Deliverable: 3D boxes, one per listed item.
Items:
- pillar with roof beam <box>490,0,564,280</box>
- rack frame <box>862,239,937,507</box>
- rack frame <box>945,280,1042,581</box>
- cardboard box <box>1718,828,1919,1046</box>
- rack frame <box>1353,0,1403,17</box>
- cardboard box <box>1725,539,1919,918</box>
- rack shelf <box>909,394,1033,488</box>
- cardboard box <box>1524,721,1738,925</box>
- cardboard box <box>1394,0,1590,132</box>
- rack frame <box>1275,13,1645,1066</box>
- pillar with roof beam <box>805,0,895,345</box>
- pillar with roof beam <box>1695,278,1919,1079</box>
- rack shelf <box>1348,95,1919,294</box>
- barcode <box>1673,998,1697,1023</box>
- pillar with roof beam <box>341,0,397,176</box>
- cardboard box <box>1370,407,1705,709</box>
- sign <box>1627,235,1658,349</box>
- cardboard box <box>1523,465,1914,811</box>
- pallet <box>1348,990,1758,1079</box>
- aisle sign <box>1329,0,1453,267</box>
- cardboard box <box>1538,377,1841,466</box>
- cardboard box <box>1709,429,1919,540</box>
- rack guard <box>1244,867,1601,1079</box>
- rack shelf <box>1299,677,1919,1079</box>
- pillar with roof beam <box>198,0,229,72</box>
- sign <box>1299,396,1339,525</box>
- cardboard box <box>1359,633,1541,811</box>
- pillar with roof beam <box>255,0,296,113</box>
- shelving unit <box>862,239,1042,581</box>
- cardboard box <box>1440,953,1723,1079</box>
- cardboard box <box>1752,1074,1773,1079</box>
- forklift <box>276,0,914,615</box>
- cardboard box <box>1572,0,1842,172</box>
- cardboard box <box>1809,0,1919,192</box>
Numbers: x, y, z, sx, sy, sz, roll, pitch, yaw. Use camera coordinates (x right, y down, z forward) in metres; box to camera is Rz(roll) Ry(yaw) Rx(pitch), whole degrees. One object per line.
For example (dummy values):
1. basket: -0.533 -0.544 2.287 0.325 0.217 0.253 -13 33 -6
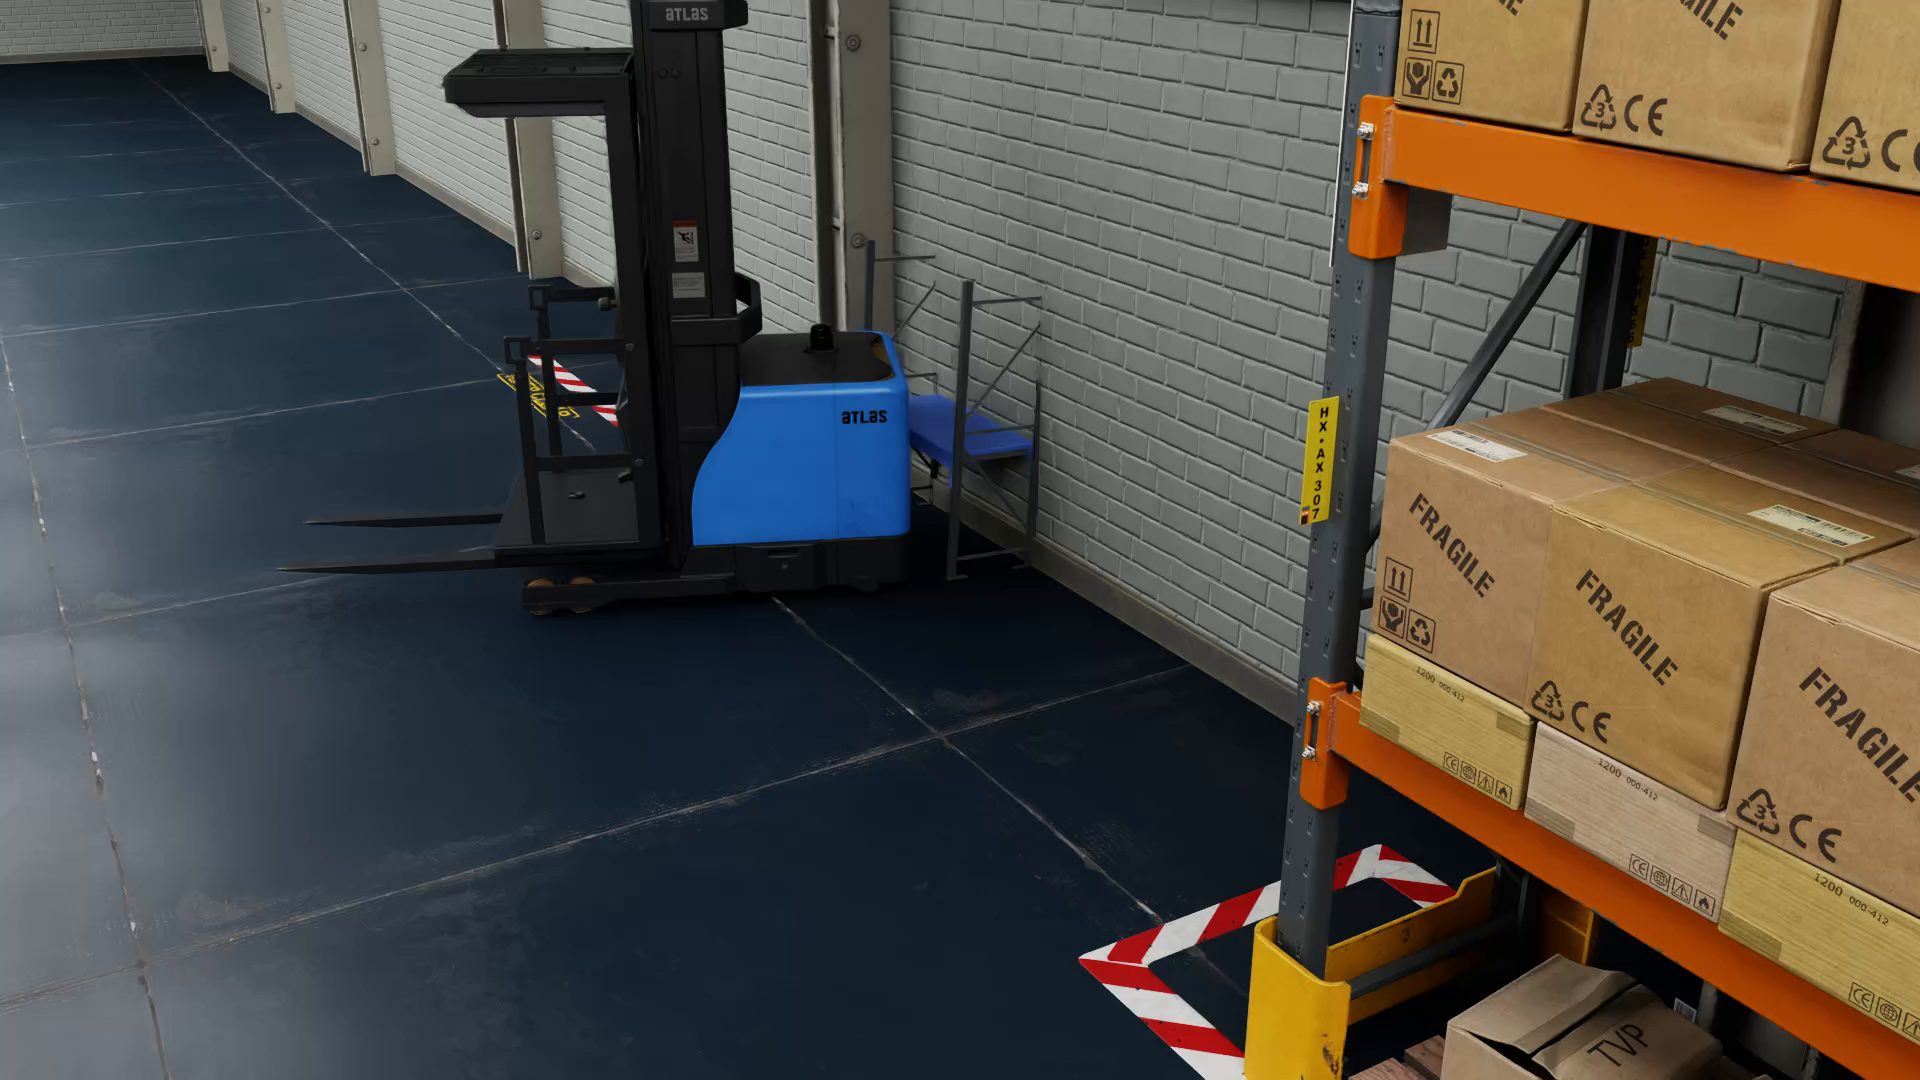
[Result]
1. pillar with roof beam: -7.361 -5.676 10.825 9.100 9.000 0.400 -13 25 -28
2. rack frame: -0.306 -0.873 8.940 0.500 1.500 0.032 -8 24 -29
3. rack frame: 0.194 -0.534 8.123 0.500 1.500 0.032 -8 24 -29
4. cardboard box: 1.877 0.710 3.253 0.500 0.250 0.500 -13 26 -29
5. rack frame: 1.368 -2.680 3.453 1.000 3.000 0.127 -13 25 -28
6. cardboard box: 1.856 0.355 3.131 0.500 0.500 0.500 -14 26 -30
7. rack shelf: -0.066 -0.536 8.595 0.538 0.185 1.000 -8 24 -29
8. cardboard box: 1.622 0.544 3.662 0.500 0.250 0.500 -13 26 -30
9. cardboard box: 1.324 -1.189 3.611 0.500 0.500 0.500 -12 25 -27
10. rack frame: 1.368 0.100 4.583 1.000 3.000 0.127 -13 25 -28
11. pillar with roof beam: -4.297 -3.734 6.047 9.100 9.000 0.400 -13 25 -28
12. pillar with roof beam: -1.232 -1.791 1.268 9.100 9.000 0.400 -13 25 -28
13. rack shelf: 2.390 -0.309 2.561 1.077 0.370 4.000 -13 25 -28
14. barcode: 1.997 1.307 4.586 0.001 0.075 0.075 -13 25 -28
15. pillar with roof beam: -10.426 -7.618 15.604 9.100 9.000 0.400 -13 25 -28
16. cardboard box: 1.354 0.025 3.944 0.500 0.500 0.500 -13 25 -28
17. sign: 1.855 -0.684 4.552 0.100 0.325 0.005 -13 25 -28
18. cardboard box: 1.597 0.187 3.546 0.500 0.500 0.500 -13 25 -28
19. pallet: 1.791 1.686 4.384 1.003 0.211 1.213 -13 25 -28
20. aisle sign: 1.073 -1.070 4.009 0.394 0.787 0.004 -13 25 -28
21. cardboard box: 1.792 -0.076 4.192 0.500 0.500 0.500 -13 25 -29
22. cardboard box: 2.040 0.089 3.786 0.500 0.500 0.500 -12 25 -28
23. rack guard: 1.407 1.282 4.993 1.175 0.500 0.348 -13 25 -28
24. rack shelf: 2.390 1.080 3.126 1.077 0.370 4.000 -13 25 -28
25. pillar with roof beam: -16.556 -11.503 25.161 9.100 9.000 0.400 -13 25 -28
26. sign: 0.902 -0.197 4.163 0.100 0.325 0.005 -13 25 -28
27. cardboard box: 1.344 0.379 4.069 0.500 0.250 0.500 -13 26 -30
28. pillar with roof beam: -13.491 -9.560 20.382 9.100 9.000 0.400 -13 25 -28
29. shelving unit: -0.056 -0.704 8.532 0.538 1.500 1.048 -8 24 -29
30. cardboard box: 1.644 1.383 4.413 0.500 0.311 0.500 -16 27 -34
31. cardboard box: 1.935 1.567 3.959 0.500 0.311 0.500 -10 24 -24
32. forklift: -1.785 -1.211 7.899 3.031 2.935 1.130 -3 22 -7
33. cardboard box: 1.568 -1.009 3.166 0.500 0.500 0.500 -11 24 -25
34. cardboard box: 1.836 -0.841 2.755 0.500 0.500 0.500 -11 25 -26
